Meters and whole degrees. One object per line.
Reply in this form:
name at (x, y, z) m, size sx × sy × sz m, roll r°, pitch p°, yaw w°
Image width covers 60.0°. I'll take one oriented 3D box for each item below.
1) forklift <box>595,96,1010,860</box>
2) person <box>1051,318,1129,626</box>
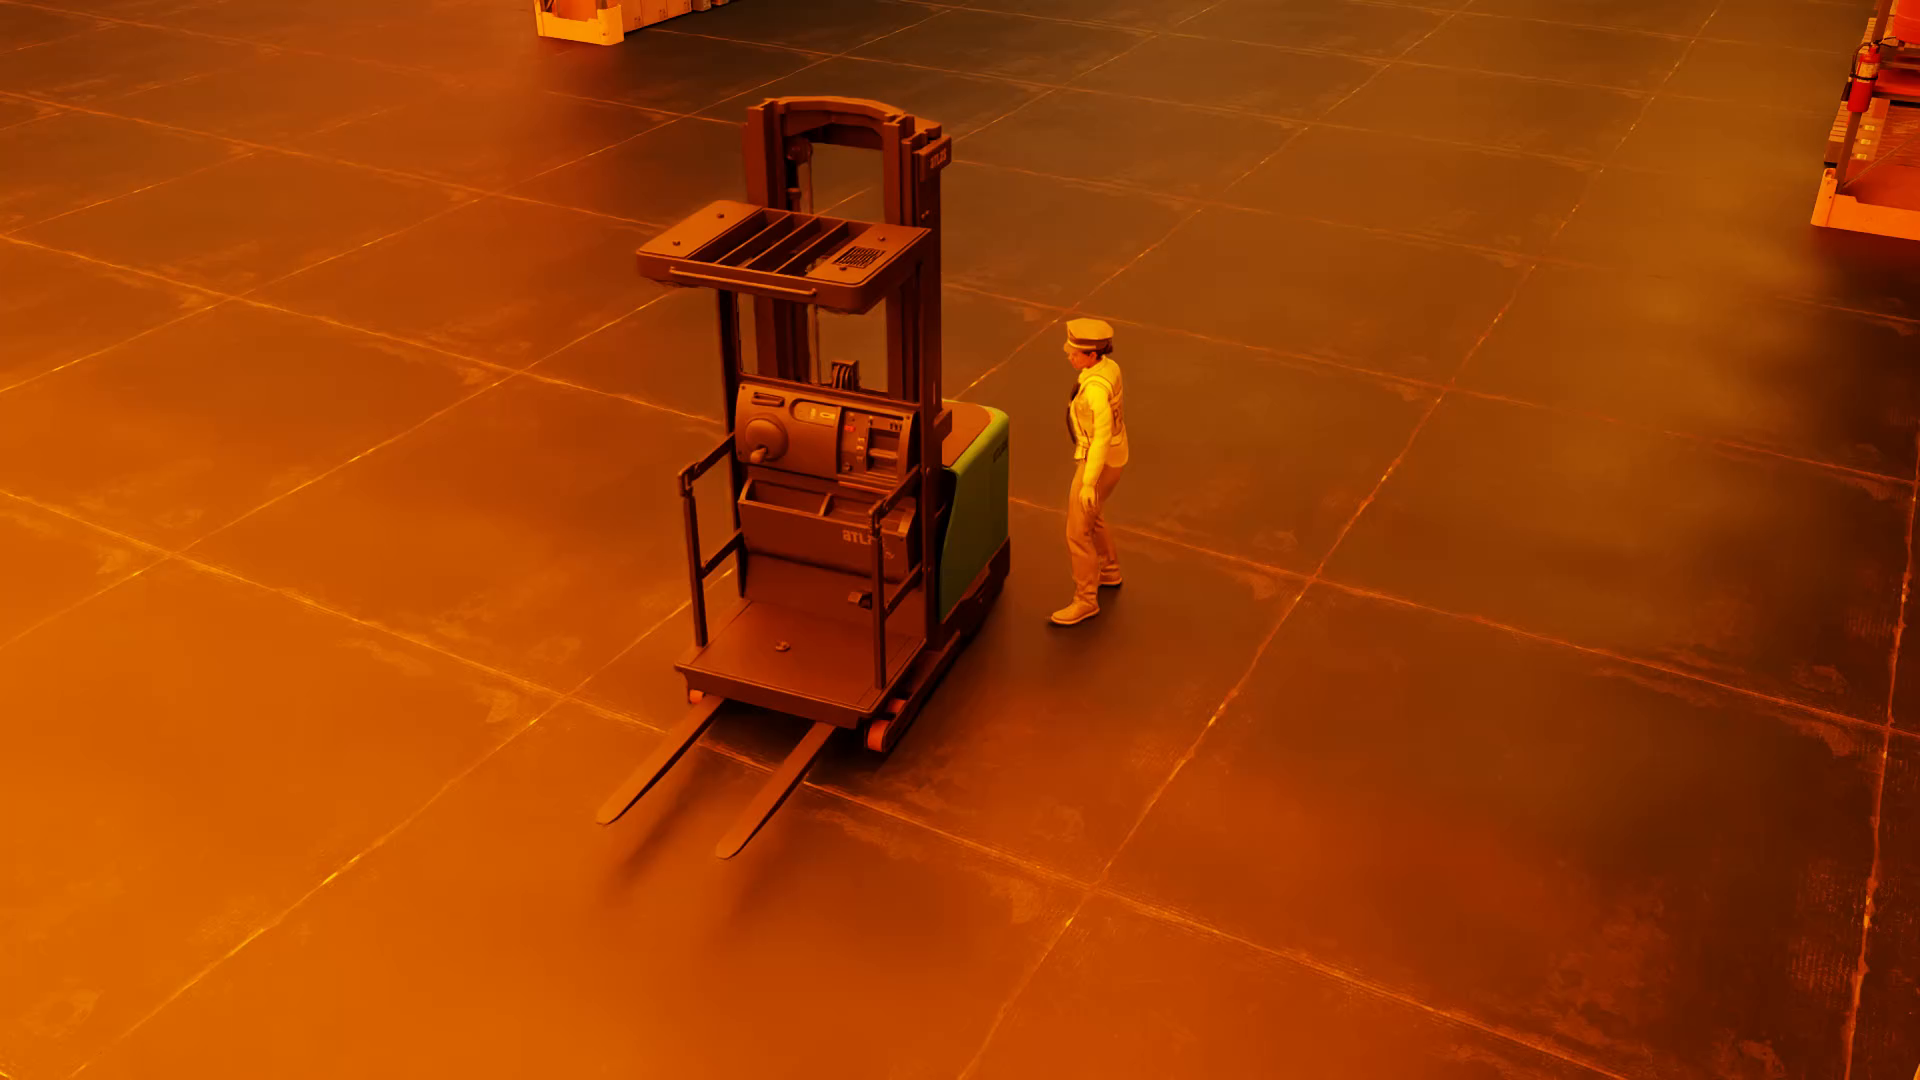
forklift at (-0.741, -0.462, 7.872) m, size 1.130 × 2.935 × 3.031 m, roll 12°, pitch 32°, yaw 19°
person at (0.729, -0.409, 9.084) m, size 0.373 × 1.639 × 0.774 m, roll 5°, pitch 30°, yaw 8°
